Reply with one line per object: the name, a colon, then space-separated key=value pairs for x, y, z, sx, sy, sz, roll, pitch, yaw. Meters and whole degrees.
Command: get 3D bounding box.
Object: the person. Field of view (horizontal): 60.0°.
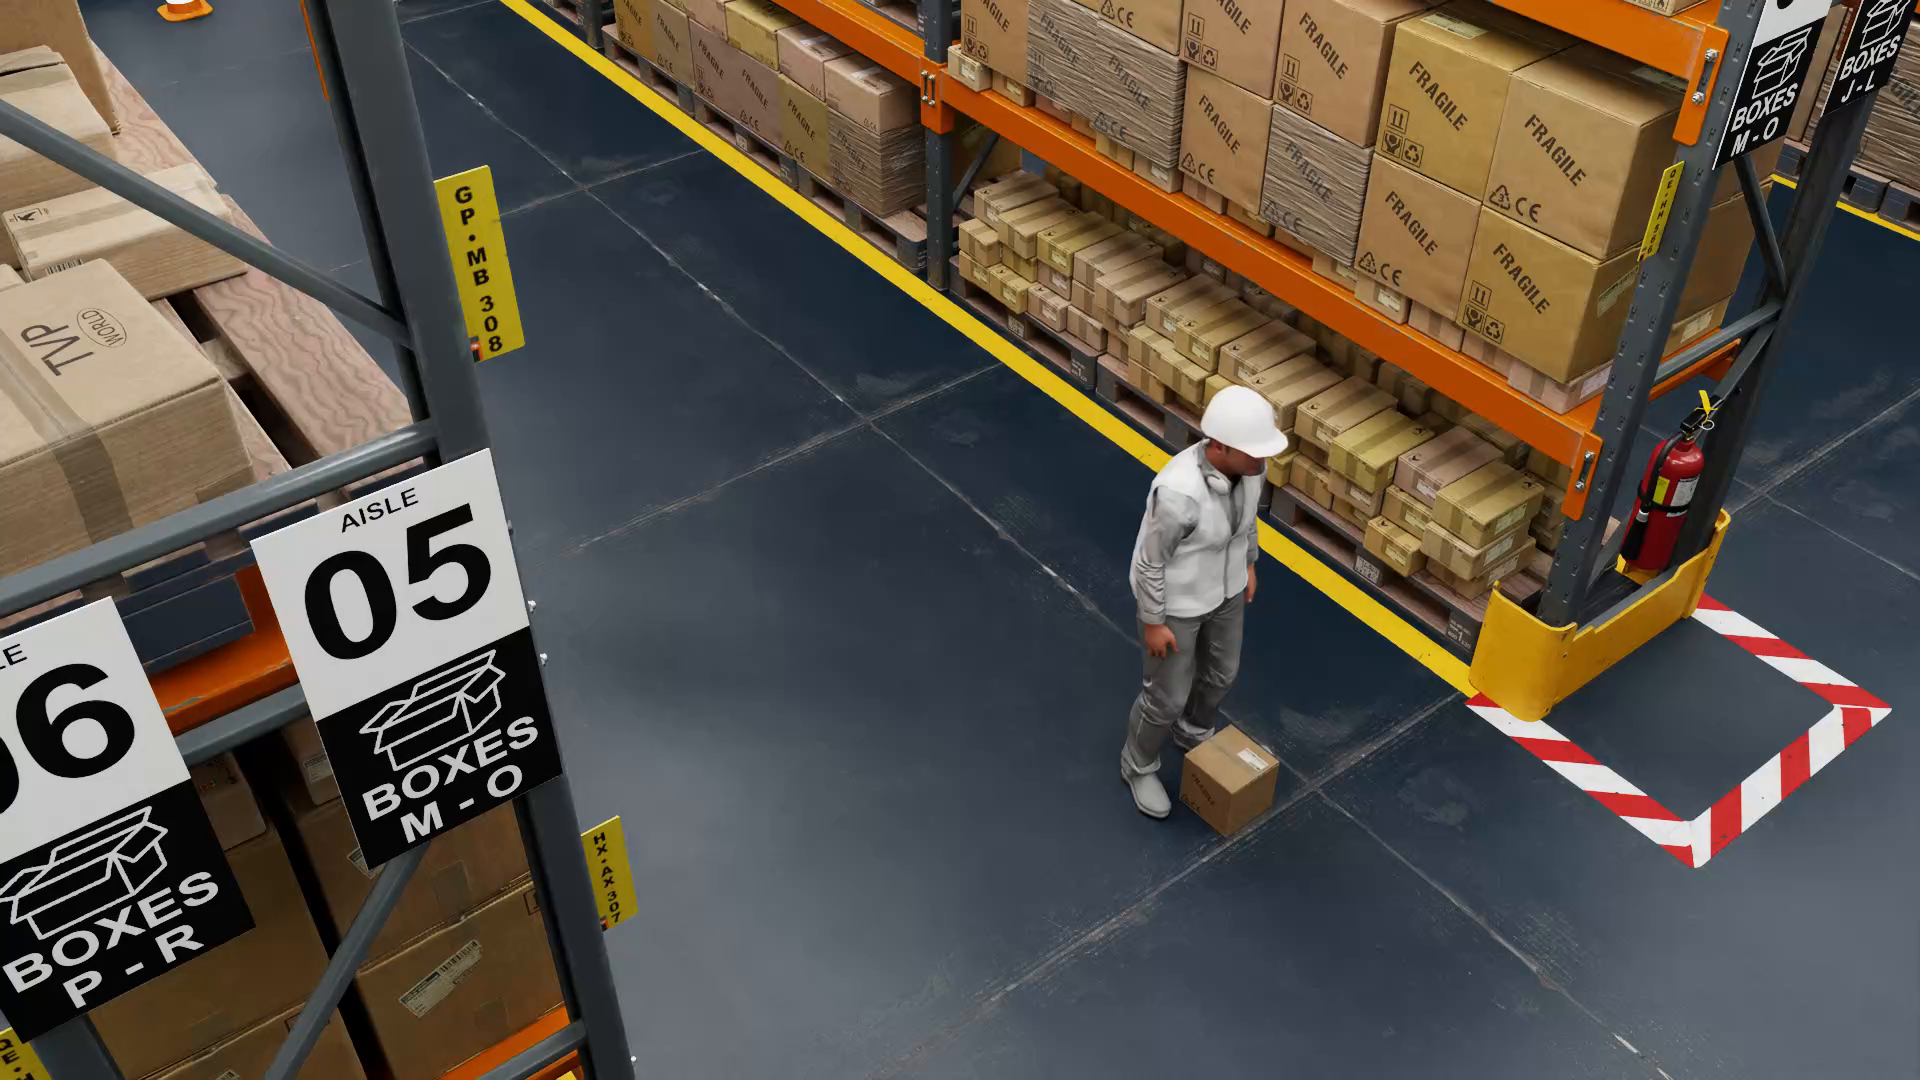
person: x=0.848 y=0.187 z=5.913 sx=0.590 sy=1.770 sz=0.465 roll=-29 pitch=48 yaw=-30
